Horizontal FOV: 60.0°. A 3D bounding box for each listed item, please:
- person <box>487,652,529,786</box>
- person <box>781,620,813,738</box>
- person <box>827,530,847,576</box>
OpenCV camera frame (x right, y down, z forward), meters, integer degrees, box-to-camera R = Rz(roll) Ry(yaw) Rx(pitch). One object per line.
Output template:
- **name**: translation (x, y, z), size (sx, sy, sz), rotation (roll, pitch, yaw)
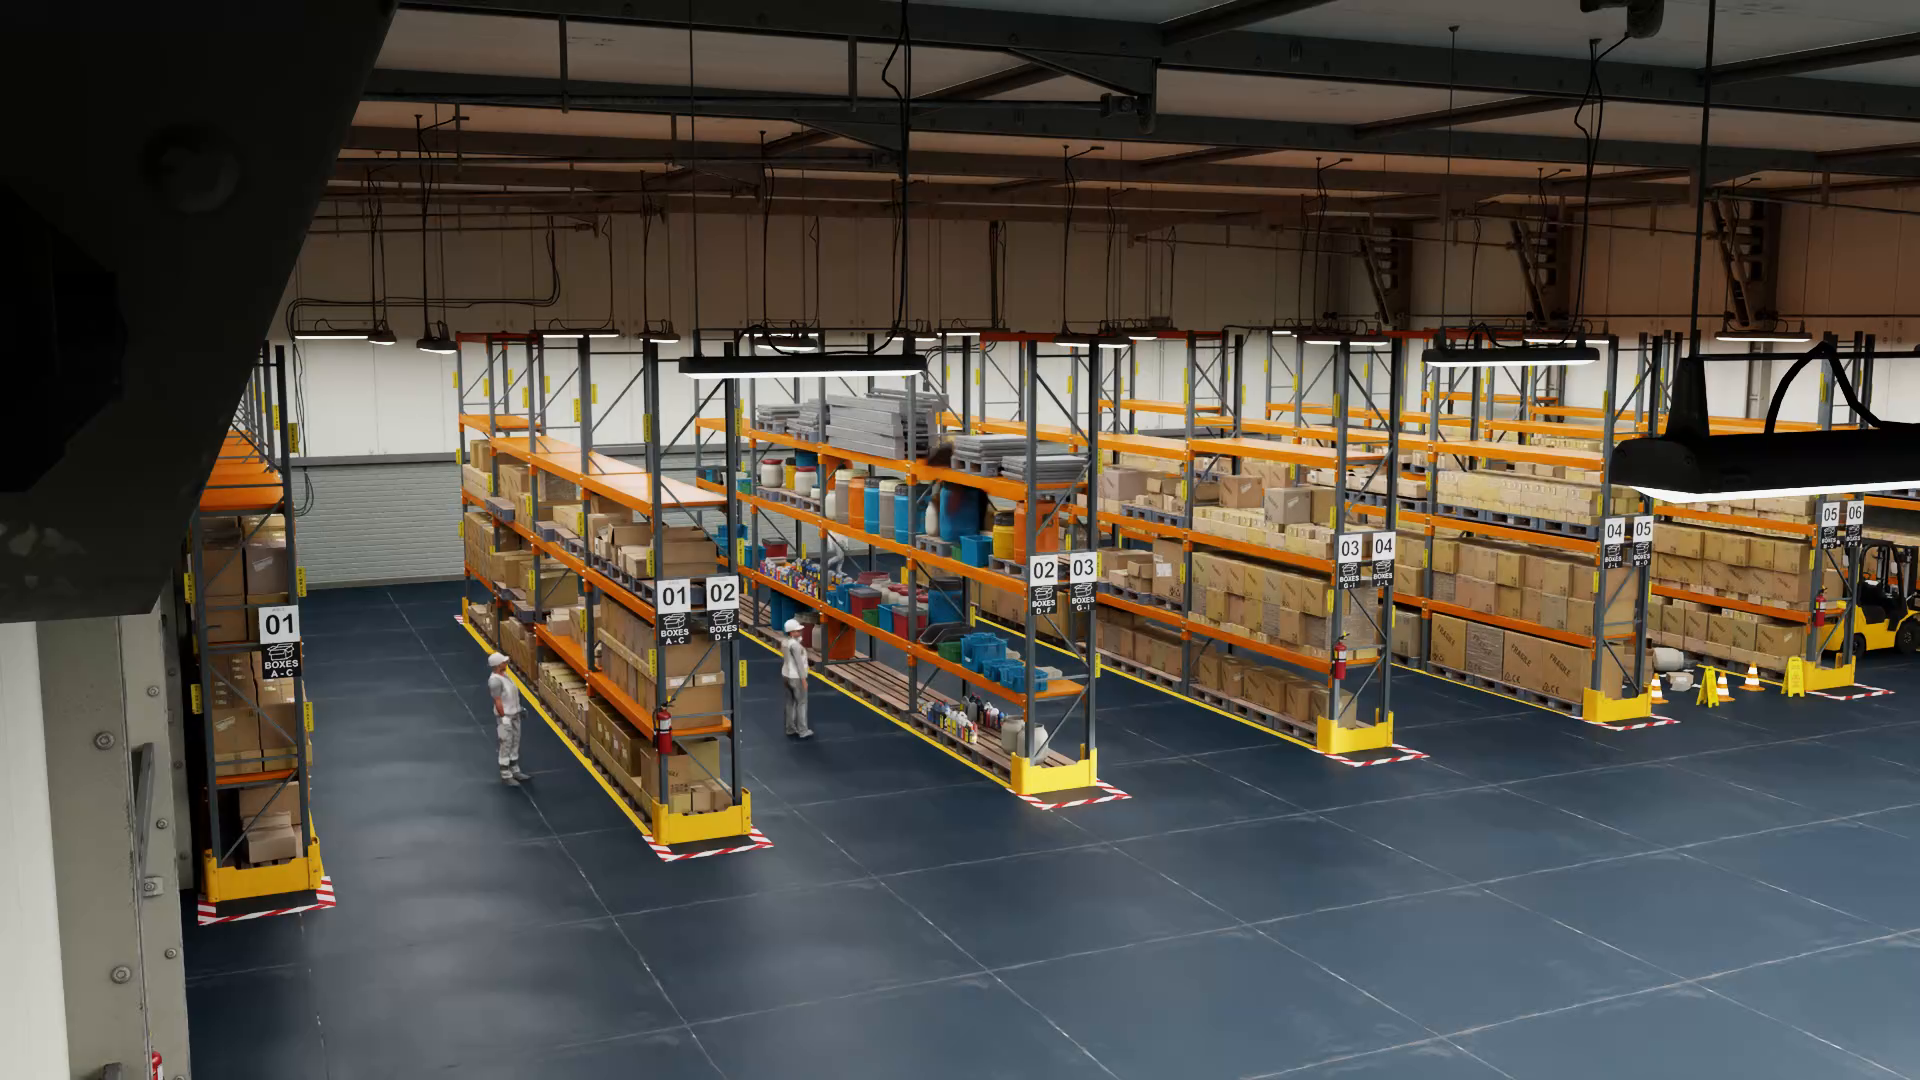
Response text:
- **person**: translation (-6.150, 2.409, 22.707), size (0.518, 1.802, 0.607), rotation (2, 8, 13)
- **person**: translation (-2.439, 2.072, 25.028), size (0.427, 1.772, 0.602), rotation (-5, 9, -32)
- **person**: translation (-3.026, 0.041, 40.487), size (0.554, 1.670, 0.474), rotation (2, 8, 12)
